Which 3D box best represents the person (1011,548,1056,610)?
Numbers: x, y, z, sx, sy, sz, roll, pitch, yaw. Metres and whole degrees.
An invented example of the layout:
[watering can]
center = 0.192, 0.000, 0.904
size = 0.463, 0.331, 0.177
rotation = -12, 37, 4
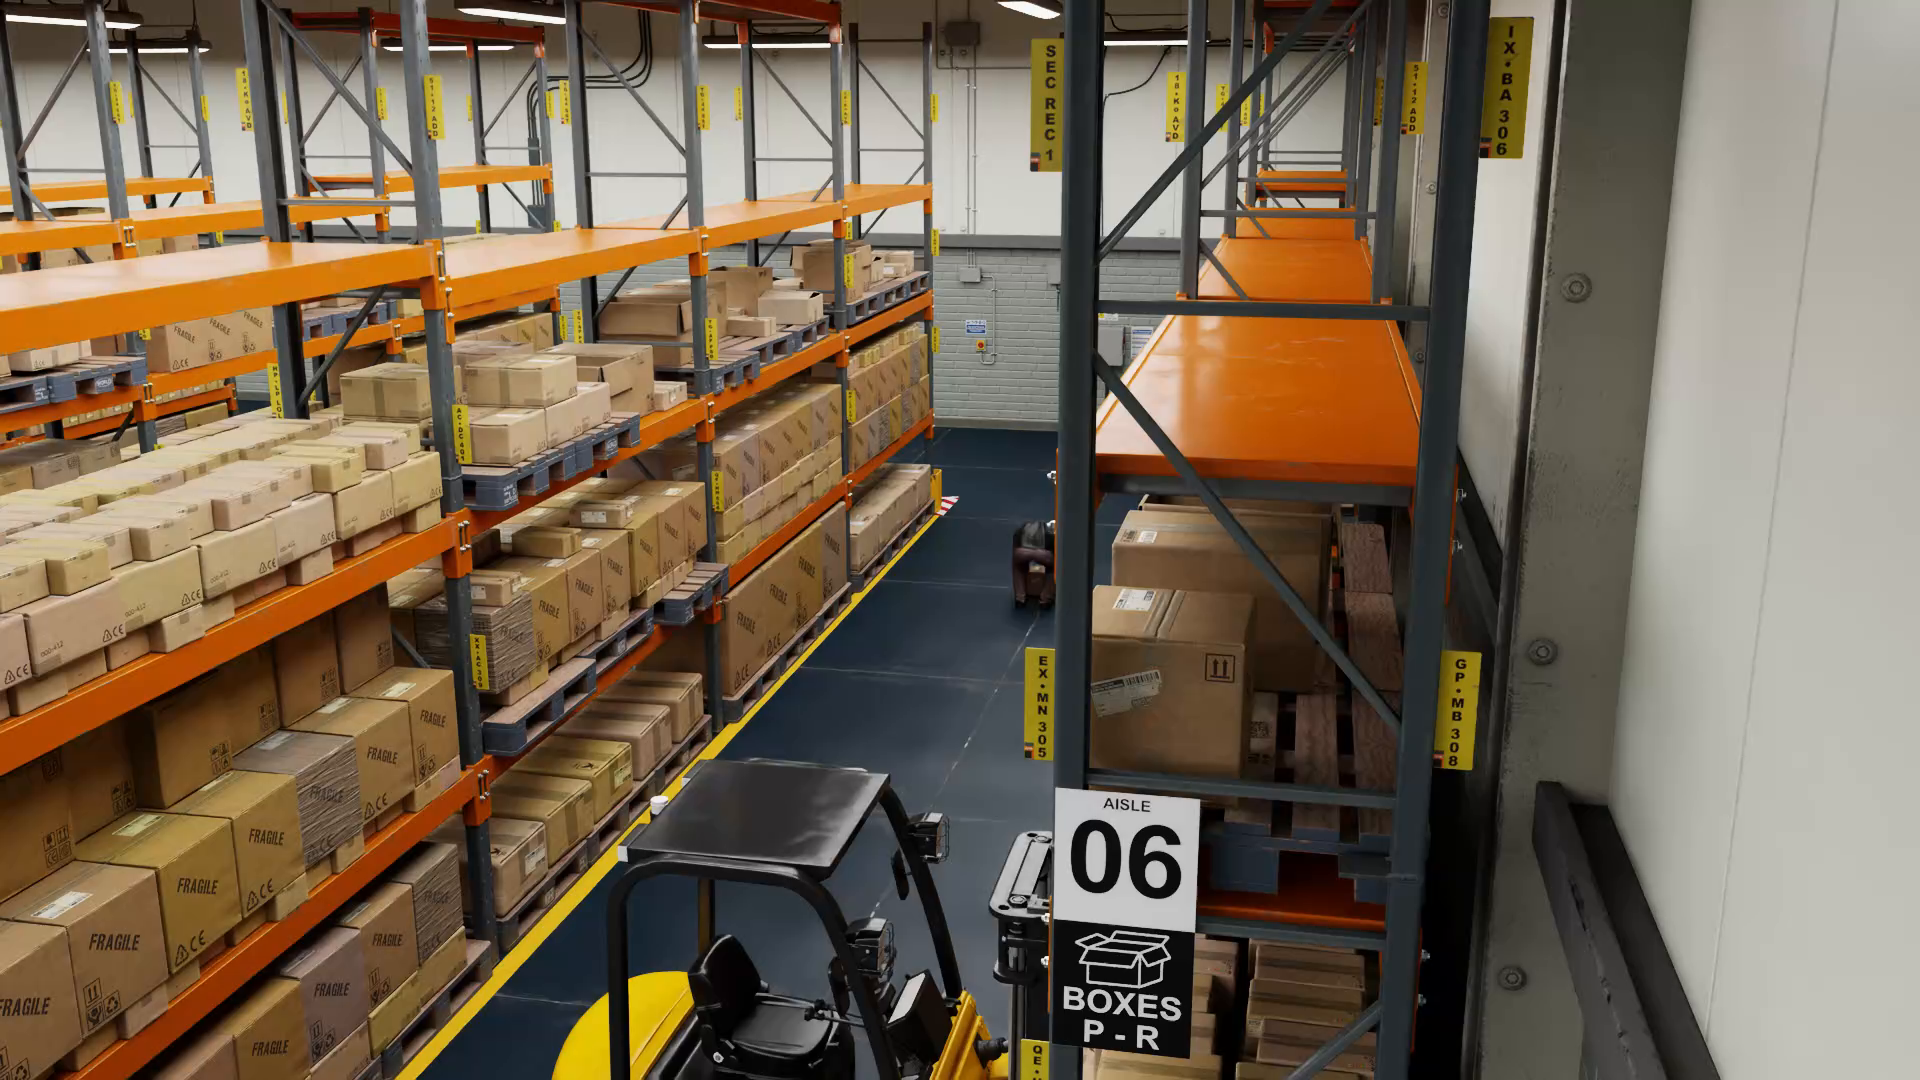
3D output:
[person]
center = 0.793, 0.240, 17.344
size = 0.519, 0.849, 0.931
rotation = 2, 15, 9
